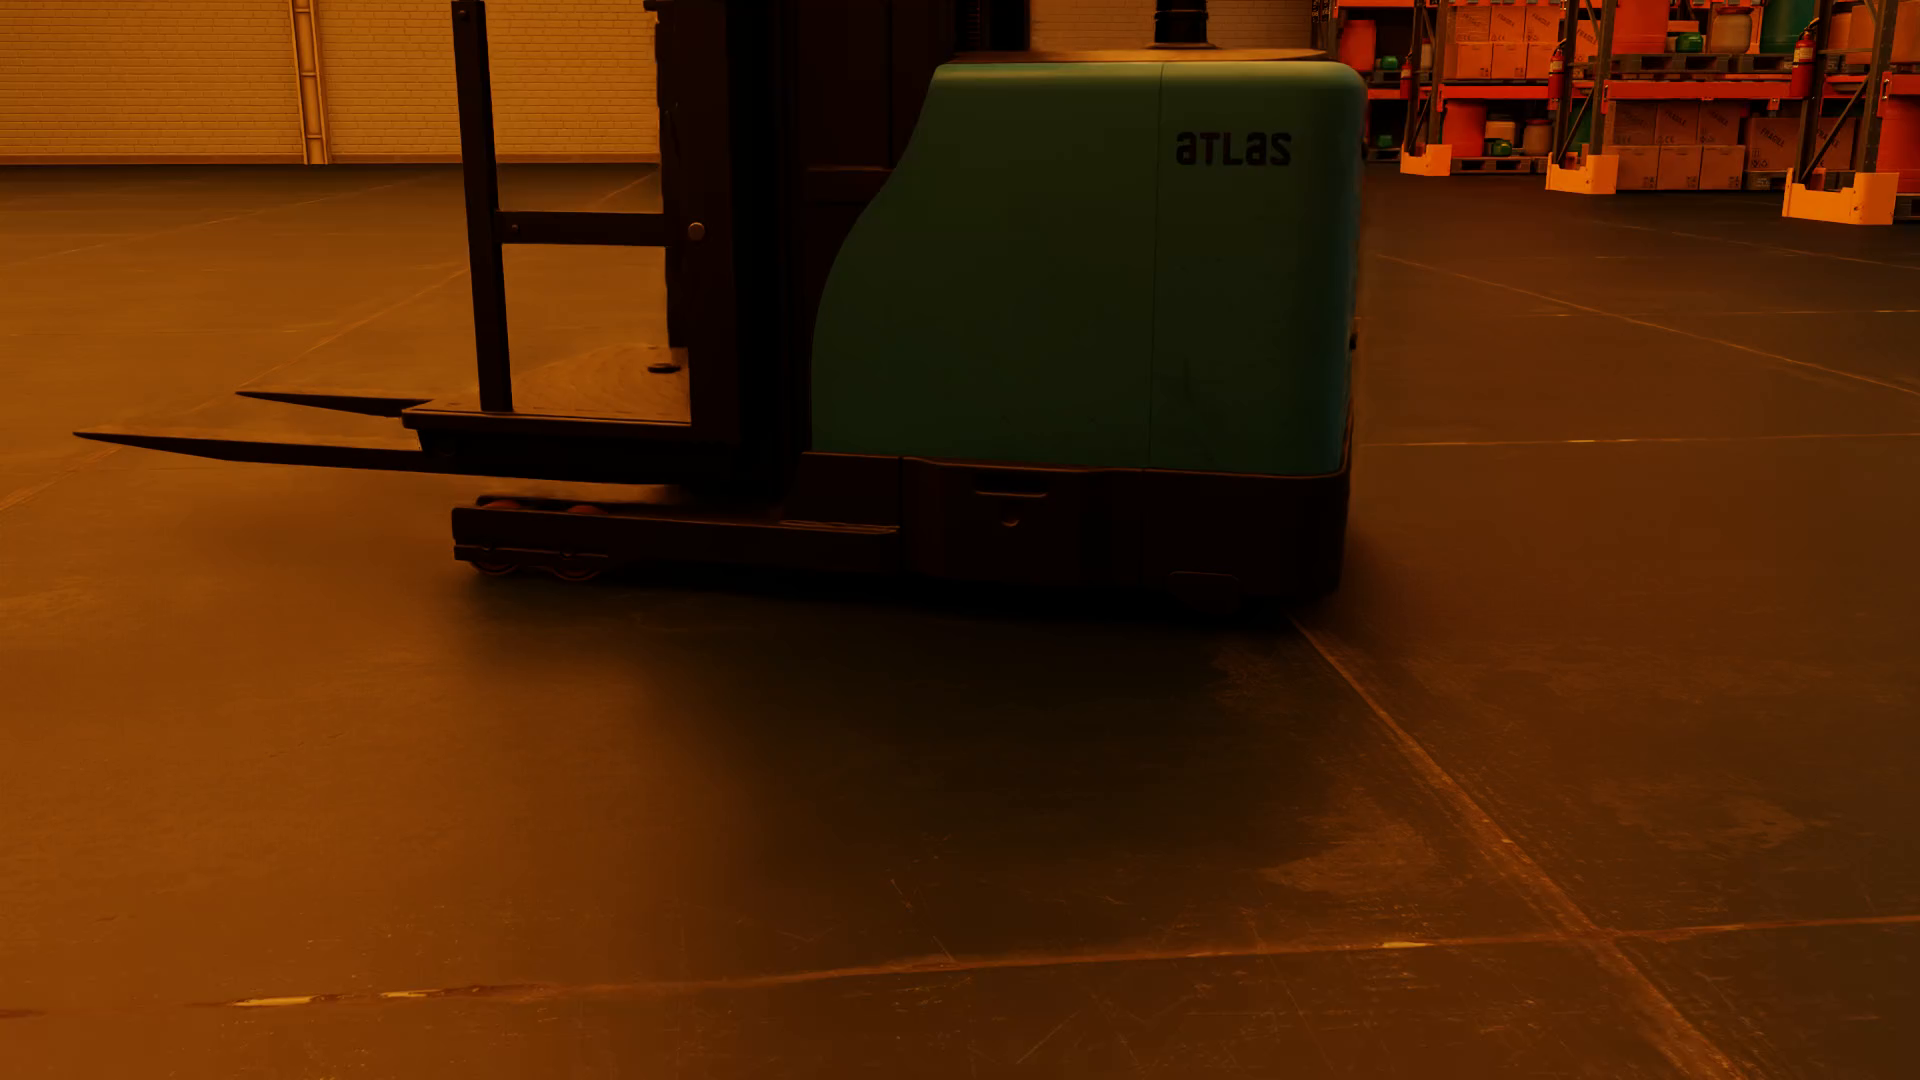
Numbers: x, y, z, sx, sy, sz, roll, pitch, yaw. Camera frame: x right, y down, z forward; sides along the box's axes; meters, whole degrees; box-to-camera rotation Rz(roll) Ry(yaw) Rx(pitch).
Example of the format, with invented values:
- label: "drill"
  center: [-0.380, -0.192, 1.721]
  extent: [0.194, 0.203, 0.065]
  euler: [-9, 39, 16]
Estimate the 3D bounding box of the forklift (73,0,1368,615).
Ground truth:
- label: "forklift"
  center: [-0.617, -1.452, 3.693]
  extent: [3.031, 2.935, 1.130]
  euler: [4, 15, 14]
